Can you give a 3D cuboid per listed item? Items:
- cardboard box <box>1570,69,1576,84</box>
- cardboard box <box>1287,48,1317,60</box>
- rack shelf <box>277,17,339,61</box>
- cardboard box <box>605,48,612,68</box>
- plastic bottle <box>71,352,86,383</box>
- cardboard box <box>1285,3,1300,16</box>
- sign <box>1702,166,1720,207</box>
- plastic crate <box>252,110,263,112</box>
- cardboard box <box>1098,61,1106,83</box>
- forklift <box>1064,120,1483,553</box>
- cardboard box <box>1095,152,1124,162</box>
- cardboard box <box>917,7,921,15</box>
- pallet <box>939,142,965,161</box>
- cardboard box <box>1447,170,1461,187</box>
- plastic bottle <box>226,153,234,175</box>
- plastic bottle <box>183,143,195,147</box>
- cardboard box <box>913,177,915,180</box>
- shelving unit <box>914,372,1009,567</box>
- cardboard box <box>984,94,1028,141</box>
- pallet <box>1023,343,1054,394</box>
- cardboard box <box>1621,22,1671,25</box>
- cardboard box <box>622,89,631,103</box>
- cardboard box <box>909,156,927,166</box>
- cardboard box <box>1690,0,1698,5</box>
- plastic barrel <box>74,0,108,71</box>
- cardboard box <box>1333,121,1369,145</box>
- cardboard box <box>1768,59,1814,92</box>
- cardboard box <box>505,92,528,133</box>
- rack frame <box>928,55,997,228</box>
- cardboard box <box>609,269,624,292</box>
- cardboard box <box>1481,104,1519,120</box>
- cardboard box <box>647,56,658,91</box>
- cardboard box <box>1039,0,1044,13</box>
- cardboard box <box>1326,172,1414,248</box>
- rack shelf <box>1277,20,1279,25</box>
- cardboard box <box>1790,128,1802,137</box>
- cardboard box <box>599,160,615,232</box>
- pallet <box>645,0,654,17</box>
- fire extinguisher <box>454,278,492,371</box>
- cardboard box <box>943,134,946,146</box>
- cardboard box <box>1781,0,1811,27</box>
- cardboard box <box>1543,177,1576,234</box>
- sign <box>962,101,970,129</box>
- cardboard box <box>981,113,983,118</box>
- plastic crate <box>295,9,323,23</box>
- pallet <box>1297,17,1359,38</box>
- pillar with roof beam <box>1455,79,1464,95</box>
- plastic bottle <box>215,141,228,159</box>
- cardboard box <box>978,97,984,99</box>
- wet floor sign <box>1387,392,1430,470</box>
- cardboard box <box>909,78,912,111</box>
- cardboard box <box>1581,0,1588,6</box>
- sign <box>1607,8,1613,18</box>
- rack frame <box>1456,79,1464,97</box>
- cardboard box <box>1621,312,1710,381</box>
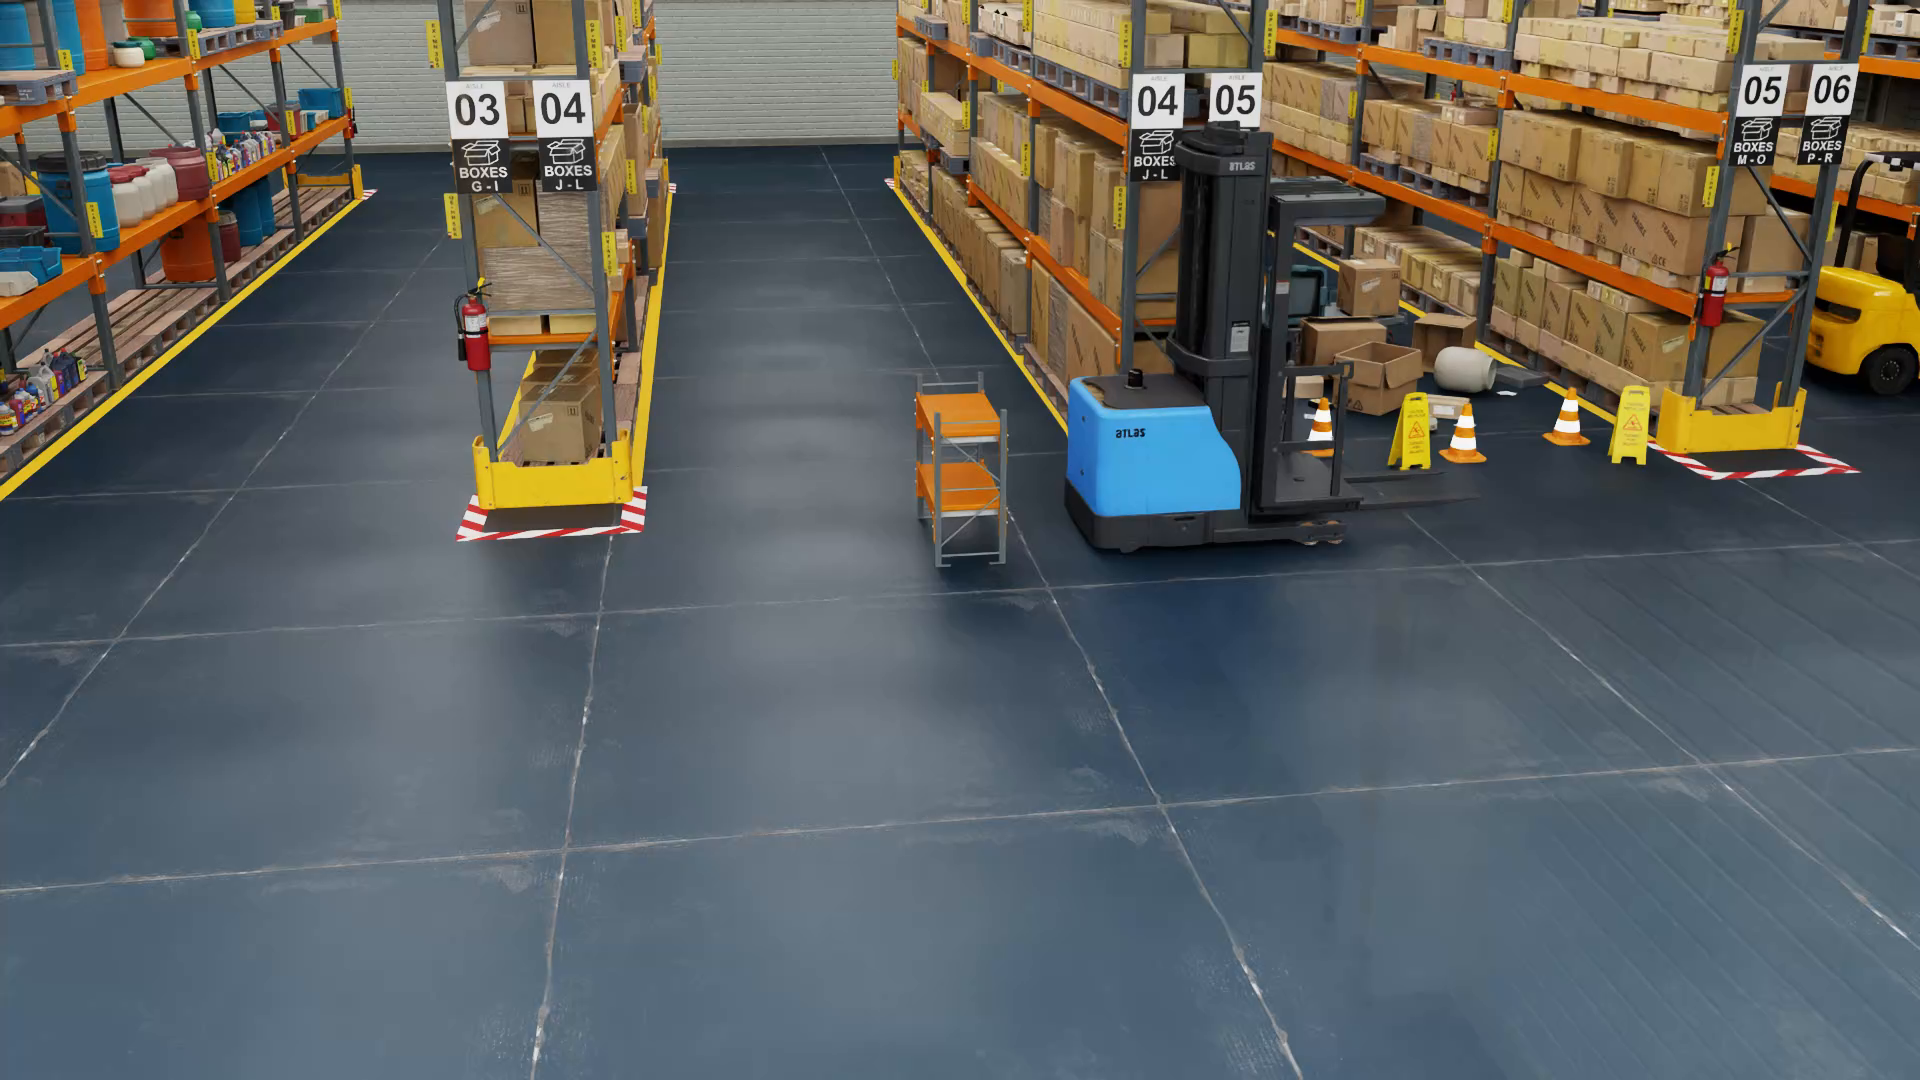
[{"bbox_3d":[6.028,-4.398,15.775,0.380,0.149,0.250,-4,21,-9],"label":"cardboard box"},{"bbox_3d":[5.132,-7.297,24.968,0.380,0.149,0.250,-3,21,-9],"label":"cardboard box"},{"bbox_3d":[-10.075,-7.367,24.394,1.077,0.370,4.000,-3,21,-8],"label":"rack shelf"},{"bbox_3d":[-3.264,-4.236,14.628,0.380,0.149,0.250,-4,21,-9],"label":"cardboard box"},{"bbox_3d":[-8.238,-1.620,15.520,0.061,0.283,0.133,-2,21,-5],"label":"plastic bottle"},{"bbox_3d":[4.757,-7.392,23.168,0.380,0.166,0.250,-4,21,-11],"label":"cardboard box"},{"bbox_3d":[6.099,-2.870,13.508,0.100,0.325,0.005,-3,21,-8],"label":"sign"},{"bbox_3d":[-10.464,-6.383,25.172,0.416,0.233,0.300,-3,21,-8],"label":"plastic crate"},{"bbox_3d":[1.310,-3.722,13.222,0.380,0.149,0.250,-3,21,-7],"label":"cardboard box"},{"bbox_3d":[2.365,-1.510,12.070,3.031,2.935,1.130,-4,21,-9],"label":"forklift"},{"bbox_3d":[1.635,-3.009,14.229,0.875,0.550,0.550,-3,21,-8],"label":"cardboard box"},{"bbox_3d":[-0.361,-7.736,24.568,0.500,0.250,0.500,-3,21,-8],"label":"cardboard box"},{"bbox_3d":[0.288,-5.280,22.339,1.003,0.211,1.213,-3,21,-8],"label":"pallet"},{"bbox_3d":[5.634,-4.009,18.421,0.380,0.149,0.250,-3,21,-9],"label":"cardboard box"},{"bbox_3d":[-9.062,-4.655,20.576,0.097,0.271,0.097,0,20,0],"label":"plastic bottle"},{"bbox_3d":[-9.930,-4.968,21.407,0.152,0.276,0.135,-3,21,-8],"label":"plastic bottle"},{"bbox_3d":[-0.560,-5.770,26.852,0.380,0.149,0.250,-3,21,-8],"label":"cardboard box"},{"bbox_3d":[-0.001,-0.529,12.026,0.538,1.125,1.048,-3,21,-8],"label":"shelving unit"},{"bbox_3d":[0.669,-5.045,19.866,0.700,0.500,0.500,-3,21,-8],"label":"cardboard box"},{"bbox_3d":[1.223,-1.728,16.540,1.003,0.211,1.213,-3,21,-8],"label":"pallet"},{"bbox_3d":[6.565,-4.884,15.938,0.380,0.149,0.250,-2,21,-6],"label":"cardboard box"},{"bbox_3d":[-4.398,-5.242,20.387,0.797,0.503,0.637,-2,21,-6],"label":"cardboard box"},{"bbox_3d":[-0.614,-6.133,26.973,0.380,0.149,0.250,-4,21,-10],"label":"cardboard box"},{"bbox_3d":[10.050,-7.264,22.309,0.380,0.149,0.250,-3,21,-9],"label":"cardboard box"},{"bbox_3d":[-9.212,-5.306,17.234,0.600,0.830,0.708,-3,21,-8],"label":"plastic barrel"},{"bbox_3d":[5.176,-5.290,21.591,0.500,0.250,0.500,-3,21,-8],"label":"cardboard box"},{"bbox_3d":[6.842,-3.863,13.773,0.500,0.250,0.500,-3,21,-9],"label":"cardboard box"},{"bbox_3d":[-3.477,-3.190,12.398,0.500,0.250,0.500,-2,21,-6],"label":"cardboard box"},{"bbox_3d":[0.037,-6.071,24.184,1.000,3.000,0.127,-3,21,-8],"label":"rack frame"},{"bbox_3d":[-3.081,-2.218,14.228,0.380,0.149,0.250,-3,21,-8],"label":"cardboard box"},{"bbox_3d":[6.098,-4.824,18.750,0.380,0.149,0.250,-2,21,-5],"label":"cardboard box"},{"bbox_3d":[-5.132,-7.506,26.743,0.500,0.500,0.500,-3,21,-7],"label":"cardboard box"},{"bbox_3d":[0.944,-4.974,15.436,0.380,0.149,0.250,-3,21,-8],"label":"cardboard box"},{"bbox_3d":[5.480,-4.416,22.188,0.875,0.875,0.875,-3,21,-8],"label":"cardboard box"},{"bbox_3d":[4.633,-8.116,26.401,1.077,0.370,4.000,-3,21,-8],"label":"rack shelf"},{"bbox_3d":[10.360,-5.002,20.250,0.380,0.149,0.250,-2,21,-7],"label":"cardboard box"},{"bbox_3d":[-3.030,-2.733,13.250,0.500,0.500,0.500,-3,21,-8],"label":"cardboard box"},{"bbox_3d":[-5.345,-8.348,26.120,1.003,0.211,1.213,-3,21,-8],"label":"pallet"},{"bbox_3d":[-3.595,-1.602,12.329,0.296,0.674,0.183,-3,21,-8],"label":"fire extinguisher"},{"bbox_3d":[-0.016,-5.174,21.542,0.380,0.149,0.250,-3,21,-8],"label":"cardboard box"},{"bbox_3d":[10.444,-6.485,20.120,0.700,0.500,0.500,-3,21,-9],"label":"cardboard box"},{"bbox_3d":[6.017,-3.259,16.085,0.500,0.500,0.500,-3,21,-8],"label":"cardboard box"},{"bbox_3d":[0.078,-5.161,20.205,0.100,0.325,0.005,-3,21,-8],"label":"sign"},{"bbox_3d":[0.484,-5.705,22.539,0.380,0.149,0.250,-3,21,-8],"label":"cardboard box"},{"bbox_3d":[-9.939,-7.970,25.283,0.450,0.188,0.336,-3,21,-8],"label":"plastic crate"},{"bbox_3d":[5.188,-6.895,22.372,1.003,0.211,1.213,-2,21,-5],"label":"pallet"},{"bbox_3d":[5.499,-11.565,30.318,9.100,9.000,0.400,-3,21,-8],"label":"pillar with roof beam"},{"bbox_3d":[-9.303,-4.846,20.973,0.144,0.351,0.185,-3,21,-8],"label":"plastic bottle"},{"bbox_3d":[0.401,-6.026,22.972,0.380,0.149,0.250,-3,21,-8],"label":"cardboard box"},{"bbox_3d":[3.731,-0.903,13.712,0.267,0.644,0.232,-7,21,-17],"label":"wet floor sign"},{"bbox_3d":[-0.508,-6.942,25.949,0.500,0.500,0.500,-3,21,-9],"label":"cardboard box"},{"bbox_3d":[9.482,-8.015,24.717,0.380,0.149,0.250,-3,21,-7],"label":"cardboard box"},{"bbox_3d":[6.610,-5.263,16.995,0.100,0.325,0.005,-3,21,-8],"label":"sign"},{"bbox_3d":[9.256,-7.992,29.328,1.000,3.000,0.127,-3,21,-8],"label":"rack frame"},{"bbox_3d":[6.277,-1.725,14.806,0.500,0.500,0.500,-3,21,-7],"label":"cardboard box"}]
